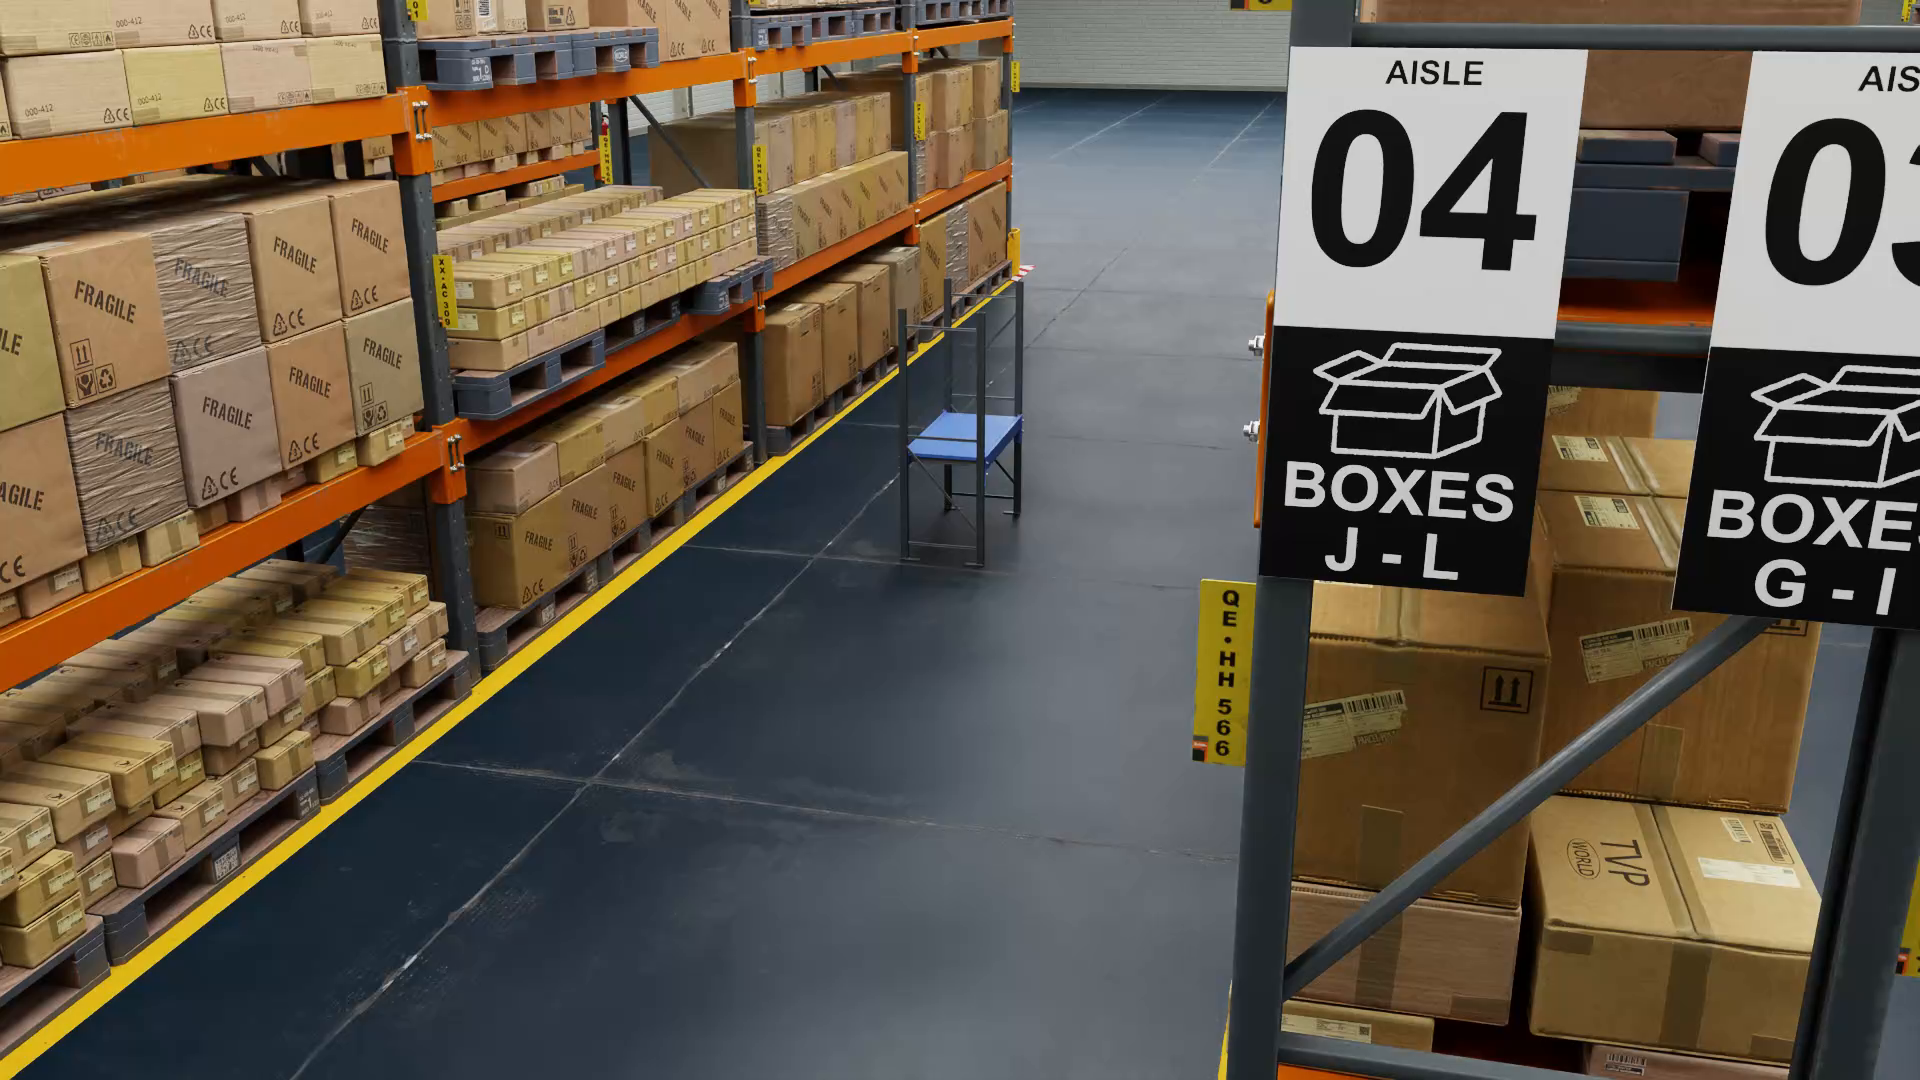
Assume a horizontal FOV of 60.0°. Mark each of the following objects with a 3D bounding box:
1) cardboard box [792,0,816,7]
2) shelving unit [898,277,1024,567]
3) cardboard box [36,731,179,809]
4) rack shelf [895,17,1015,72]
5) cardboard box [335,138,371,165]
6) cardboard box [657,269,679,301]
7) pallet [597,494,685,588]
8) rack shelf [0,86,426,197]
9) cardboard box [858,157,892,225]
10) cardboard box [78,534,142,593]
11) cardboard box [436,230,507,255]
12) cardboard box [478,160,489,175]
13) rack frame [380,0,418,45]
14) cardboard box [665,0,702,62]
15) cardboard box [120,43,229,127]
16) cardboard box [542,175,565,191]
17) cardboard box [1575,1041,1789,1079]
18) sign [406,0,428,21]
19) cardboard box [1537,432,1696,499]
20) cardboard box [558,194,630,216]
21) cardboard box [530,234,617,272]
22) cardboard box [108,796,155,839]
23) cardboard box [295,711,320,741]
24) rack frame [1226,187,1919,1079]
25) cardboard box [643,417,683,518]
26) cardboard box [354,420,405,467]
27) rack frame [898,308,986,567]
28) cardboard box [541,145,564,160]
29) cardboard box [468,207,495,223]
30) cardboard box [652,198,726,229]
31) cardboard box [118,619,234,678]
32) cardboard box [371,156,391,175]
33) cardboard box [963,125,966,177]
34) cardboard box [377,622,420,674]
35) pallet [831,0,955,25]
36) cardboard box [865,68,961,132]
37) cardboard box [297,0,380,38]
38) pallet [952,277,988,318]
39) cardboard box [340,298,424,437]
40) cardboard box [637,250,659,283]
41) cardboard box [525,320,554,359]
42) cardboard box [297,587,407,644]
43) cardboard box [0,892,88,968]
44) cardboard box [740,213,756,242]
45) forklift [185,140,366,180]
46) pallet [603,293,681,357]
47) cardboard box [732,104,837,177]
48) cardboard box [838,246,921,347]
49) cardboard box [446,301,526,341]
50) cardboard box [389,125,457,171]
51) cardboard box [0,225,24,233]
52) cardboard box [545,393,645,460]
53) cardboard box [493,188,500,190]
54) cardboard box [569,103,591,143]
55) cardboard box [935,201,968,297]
[{"bbox_3d":[-1.355,-3.963,11.936,0.500,0.250,0.500,5,20,15],"label":"cardboard box"},{"bbox_3d":[0.021,-0.736,10.023,0.538,1.500,1.048,5,19,13],"label":"shelving unit"},{"bbox_3d":[-3.062,0.823,5.978,0.380,0.149,0.250,5,19,14],"label":"cardboard box"},{"bbox_3d":[-0.402,-4.961,16.545,1.077,0.370,4.000,5,19,13],"label":"rack shelf"},{"bbox_3d":[-5.725,-3.683,15.066,0.500,0.500,0.500,5,19,14],"label":"cardboard box"},{"bbox_3d":[-1.861,-1.489,9.646,0.380,0.149,0.250,5,20,15],"label":"cardboard box"},{"bbox_3d":[-2.360,-0.056,10.026,1.003,0.211,1.213,5,19,13],"label":"pallet"},{"bbox_3d":[-3.334,-1.200,5.533,1.077,0.370,4.000,5,19,13],"label":"rack shelf"},{"bbox_3d":[-0.882,-2.960,14.058,0.500,0.500,0.500,4,19,13],"label":"cardboard box"},{"bbox_3d":[-3.094,0.056,5.772,0.380,0.149,0.250,5,20,15],"label":"cardboard box"},{"bbox_3d":[-2.679,-1.575,8.976,0.380,0.149,0.250,4,19,12],"label":"cardboard box"},{"bbox_3d":[-5.151,-3.899,17.351,0.380,0.149,0.250,5,19,13],"label":"cardboard box"},{"bbox_3d":[-2.845,-3.587,6.767,1.000,3.000,0.127,5,19,13],"label":"rack frame"},{"bbox_3d":[-1.870,-3.112,9.862,0.500,0.500,0.500,5,19,13],"label":"cardboard box"},{"bbox_3d":[-2.960,-1.607,5.842,0.500,0.250,0.500,4,19,13],"label":"cardboard box"},{"bbox_3d":[-4.705,-4.036,18.803,0.380,0.149,0.250,5,20,15],"label":"cardboard box"},{"bbox_3d":[1.369,0.963,3.117,0.380,0.149,0.250,5,19,14],"label":"cardboard box"},{"bbox_3d":[-2.317,-2.372,7.050,0.100,0.325,0.005,5,19,13],"label":"sign"},{"bbox_3d":[1.585,0.056,3.996,0.500,0.500,0.500,4,19,12],"label":"cardboard box"},{"bbox_3d":[-2.296,-2.073,10.434,0.380,0.149,0.250,5,19,13],"label":"cardboard box"},{"bbox_3d":[-2.050,-1.523,8.824,0.380,0.149,0.250,4,19,13],"label":"cardboard box"},{"bbox_3d":[-3.183,0.955,6.050,0.380,0.149,0.250,6,20,16],"label":"cardboard box"},{"bbox_3d":[-2.939,0.788,7.001,0.380,0.149,0.250,4,19,12],"label":"cardboard box"},{"bbox_3d":[0.963,0.929,2.827,1.000,3.000,0.127,5,19,13],"label":"rack frame"},{"bbox_3d":[-2.019,-0.461,10.115,0.500,0.500,0.500,4,19,11],"label":"cardboard box"},{"bbox_3d":[-2.645,-0.432,7.200,0.380,0.149,0.250,4,19,12],"label":"cardboard box"},{"bbox_3d":[-0.103,-0.577,9.557,0.500,1.500,0.032,5,19,13],"label":"rack frame"},{"bbox_3d":[-4.693,-4.366,18.717,0.380,0.149,0.250,5,19,14],"label":"cardboard box"},{"bbox_3d":[-5.190,-3.200,17.358,0.500,0.500,0.500,5,20,16],"label":"cardboard box"},{"bbox_3d":[-1.670,-2.013,10.258,0.380,0.149,0.250,5,20,15],"label":"cardboard box"},{"bbox_3d":[-3.310,0.461,7.039,0.380,0.149,0.250,4,19,12],"label":"cardboard box"},{"bbox_3d":[-5.573,-3.512,15.567,0.380,0.149,0.250,5,19,14],"label":"cardboard box"},{"bbox_3d":[-0.421,-3.951,16.883,0.875,0.550,0.500,5,19,13],"label":"cardboard box"},{"bbox_3d":[-2.668,0.471,7.468,0.380,0.149,0.250,4,19,11],"label":"cardboard box"},{"bbox_3d":[-0.680,-4.889,15.356,1.003,0.211,1.213,5,19,13],"label":"pallet"},{"bbox_3d":[-0.480,-4.290,16.205,0.875,0.550,0.550,5,19,13],"label":"cardboard box"},{"bbox_3d":[-2.711,-2.168,6.713,0.500,0.250,0.500,4,19,11],"label":"cardboard box"},{"bbox_3d":[-0.333,-2.552,17.332,1.003,0.211,1.213,5,19,13],"label":"pallet"},{"bbox_3d":[-2.689,-0.762,7.164,0.500,0.500,0.500,5,19,13],"label":"cardboard box"},{"bbox_3d":[-1.923,-1.546,9.353,0.380,0.149,0.250,4,19,12],"label":"cardboard box"},{"bbox_3d":[-2.241,-1.002,8.221,0.380,0.149,0.250,5,19,14],"label":"cardboard box"},{"bbox_3d":[-2.703,0.336,7.404,0.380,0.149,0.250,5,19,14],"label":"cardboard box"},{"bbox_3d":[-3.176,1.279,5.564,0.380,0.149,0.250,5,19,14],"label":"cardboard box"},{"bbox_3d":[-1.547,-2.032,10.774,0.380,0.149,0.250,5,20,15],"label":"cardboard box"},{"bbox_3d":[-4.311,-1.911,11.248,1.130,2.935,3.031,5,19,14],"label":"forklift"},{"bbox_3d":[-2.312,-1.287,9.613,1.003,0.211,1.213,5,19,13],"label":"pallet"},{"bbox_3d":[-1.378,-3.142,13.044,0.700,0.500,0.500,4,19,13],"label":"cardboard box"},{"bbox_3d":[-0.955,-2.188,14.784,1.050,0.750,0.750,5,19,13],"label":"cardboard box"},{"bbox_3d":[-2.303,-1.056,7.917,0.380,0.149,0.250,5,19,14],"label":"cardboard box"},{"bbox_3d":[-5.337,-3.919,16.405,0.500,0.500,0.500,5,19,13],"label":"cardboard box"},{"bbox_3d":[-3.583,-0.807,5.748,0.500,0.500,0.500,4,19,11],"label":"cardboard box"},{"bbox_3d":[-2.152,-0.656,9.525,0.500,0.250,0.500,5,20,15],"label":"cardboard box"},{"bbox_3d":[-5.332,-3.718,18.877,0.500,0.500,0.500,4,19,11],"label":"cardboard box"},{"bbox_3d":[-4.603,-4.865,19.175,0.500,0.500,0.500,4,19,12],"label":"cardboard box"},{"bbox_3d":[-0.452,-2.923,16.743,0.875,0.875,0.875,5,19,14],"label":"cardboard box"}]
